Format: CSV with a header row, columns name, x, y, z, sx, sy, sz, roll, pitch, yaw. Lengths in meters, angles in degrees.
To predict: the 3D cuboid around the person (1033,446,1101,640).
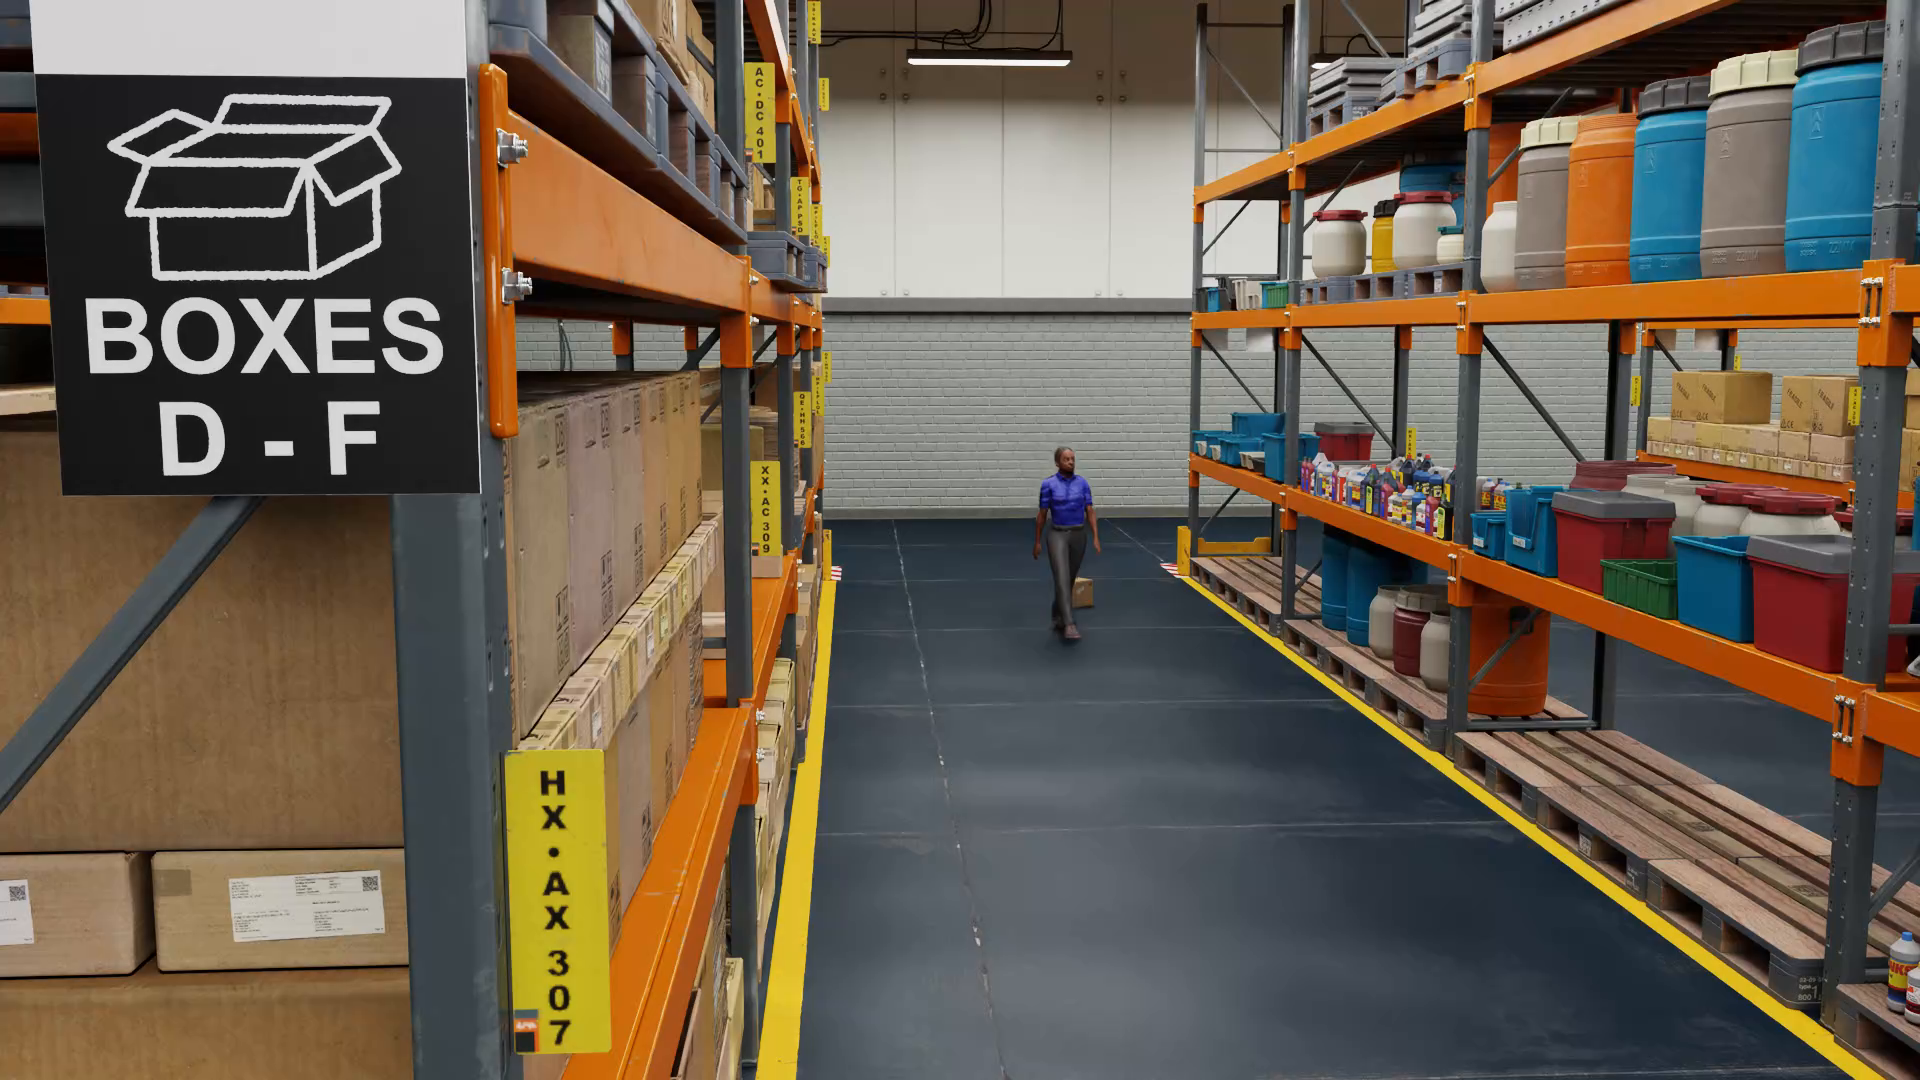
name,x,y,z,sx,sy,sz,roll,pitch,yaw
person,0.940,-0.003,14.202,0.483,1.590,1.004,-3,7,-21
